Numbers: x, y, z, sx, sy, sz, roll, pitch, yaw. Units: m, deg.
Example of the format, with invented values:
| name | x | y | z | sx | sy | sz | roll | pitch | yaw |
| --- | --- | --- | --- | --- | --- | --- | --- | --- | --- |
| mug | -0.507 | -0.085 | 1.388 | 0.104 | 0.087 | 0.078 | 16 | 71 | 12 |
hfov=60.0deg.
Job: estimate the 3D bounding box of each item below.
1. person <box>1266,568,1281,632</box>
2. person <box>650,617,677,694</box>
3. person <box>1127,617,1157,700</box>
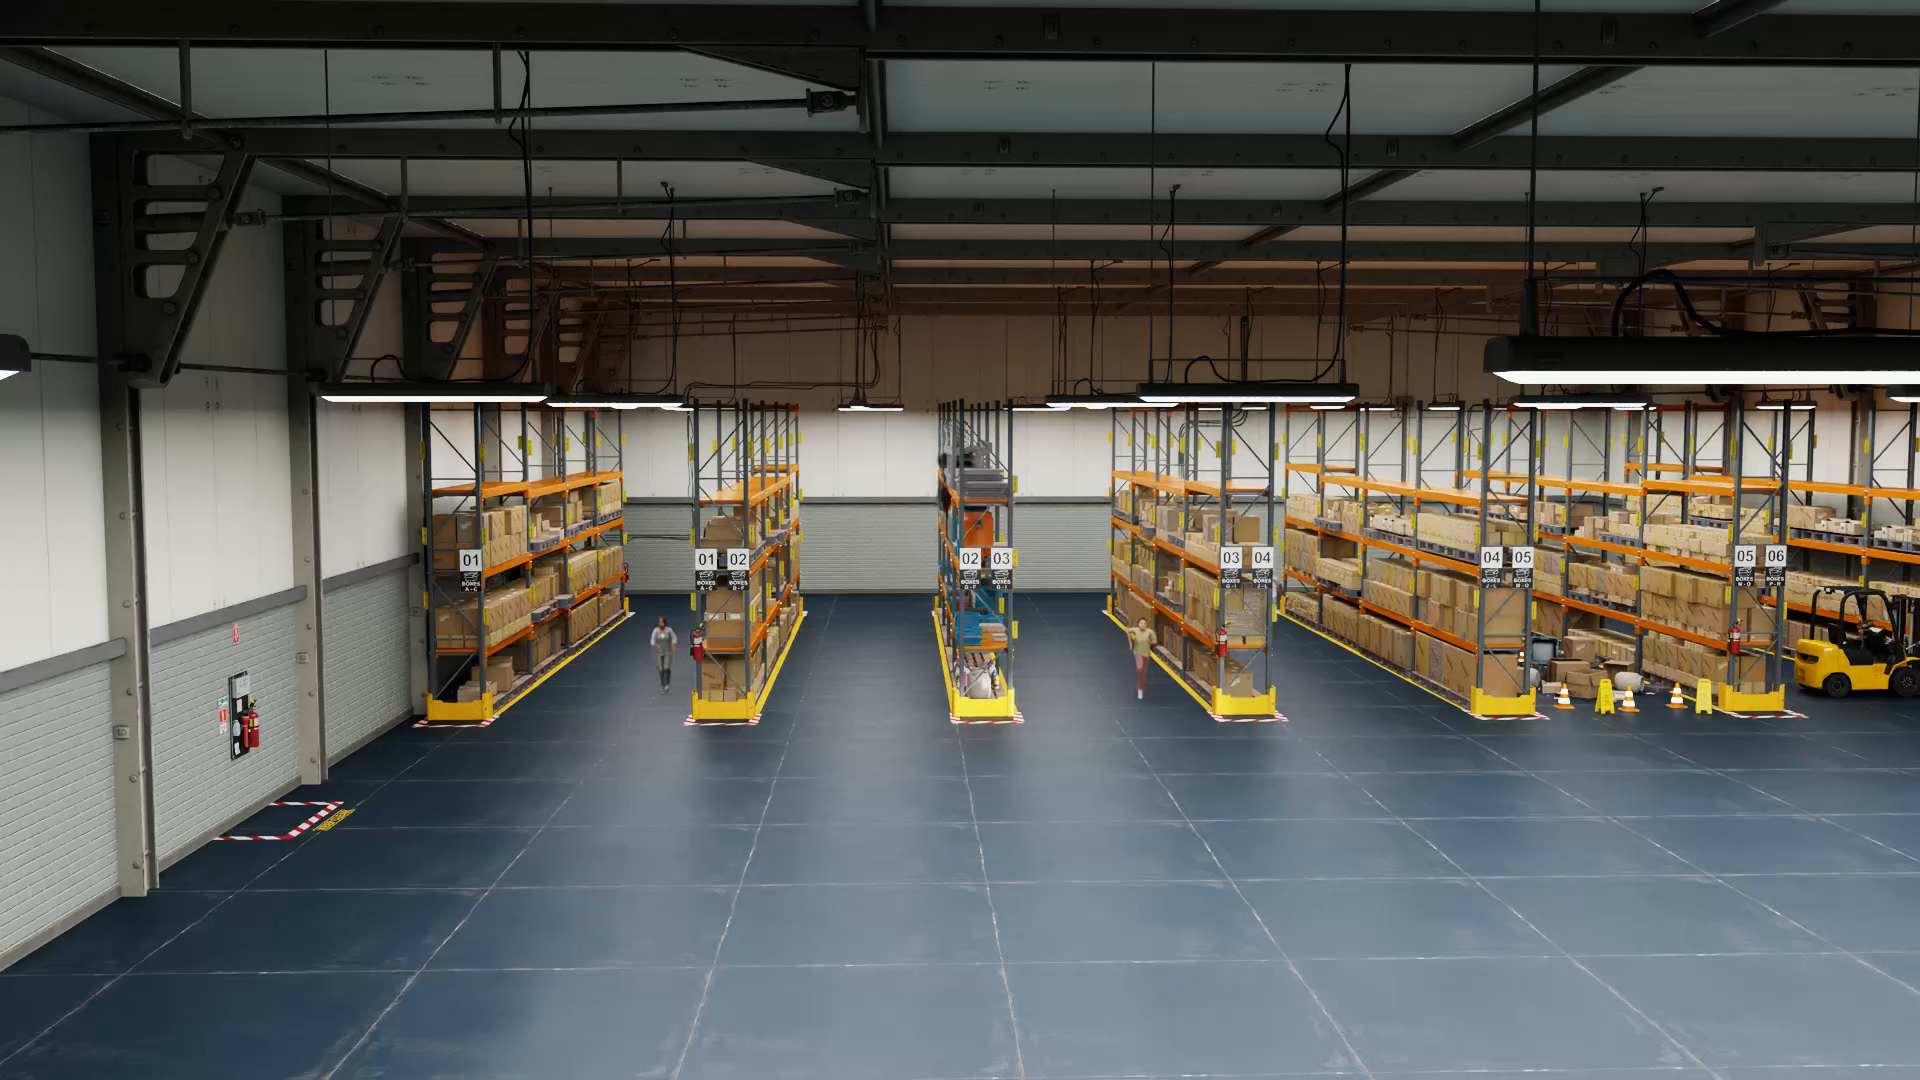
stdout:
| name | x | y | z | sx | sy | sz | roll | pitch | yaw |
| --- | --- | --- | --- | --- | --- | --- | --- | --- | --- |
| person | 8.210 | 1.568 | 43.962 | 0.582 | 1.725 | 0.765 | 0 | 4 | 6 |
| person | -6.048 | 2.349 | 33.908 | 0.504 | 1.585 | 0.732 | 0 | 4 | -3 |
| person | 3.667 | 2.355 | 33.615 | 0.551 | 1.655 | 0.899 | 0 | 4 | -3 |
